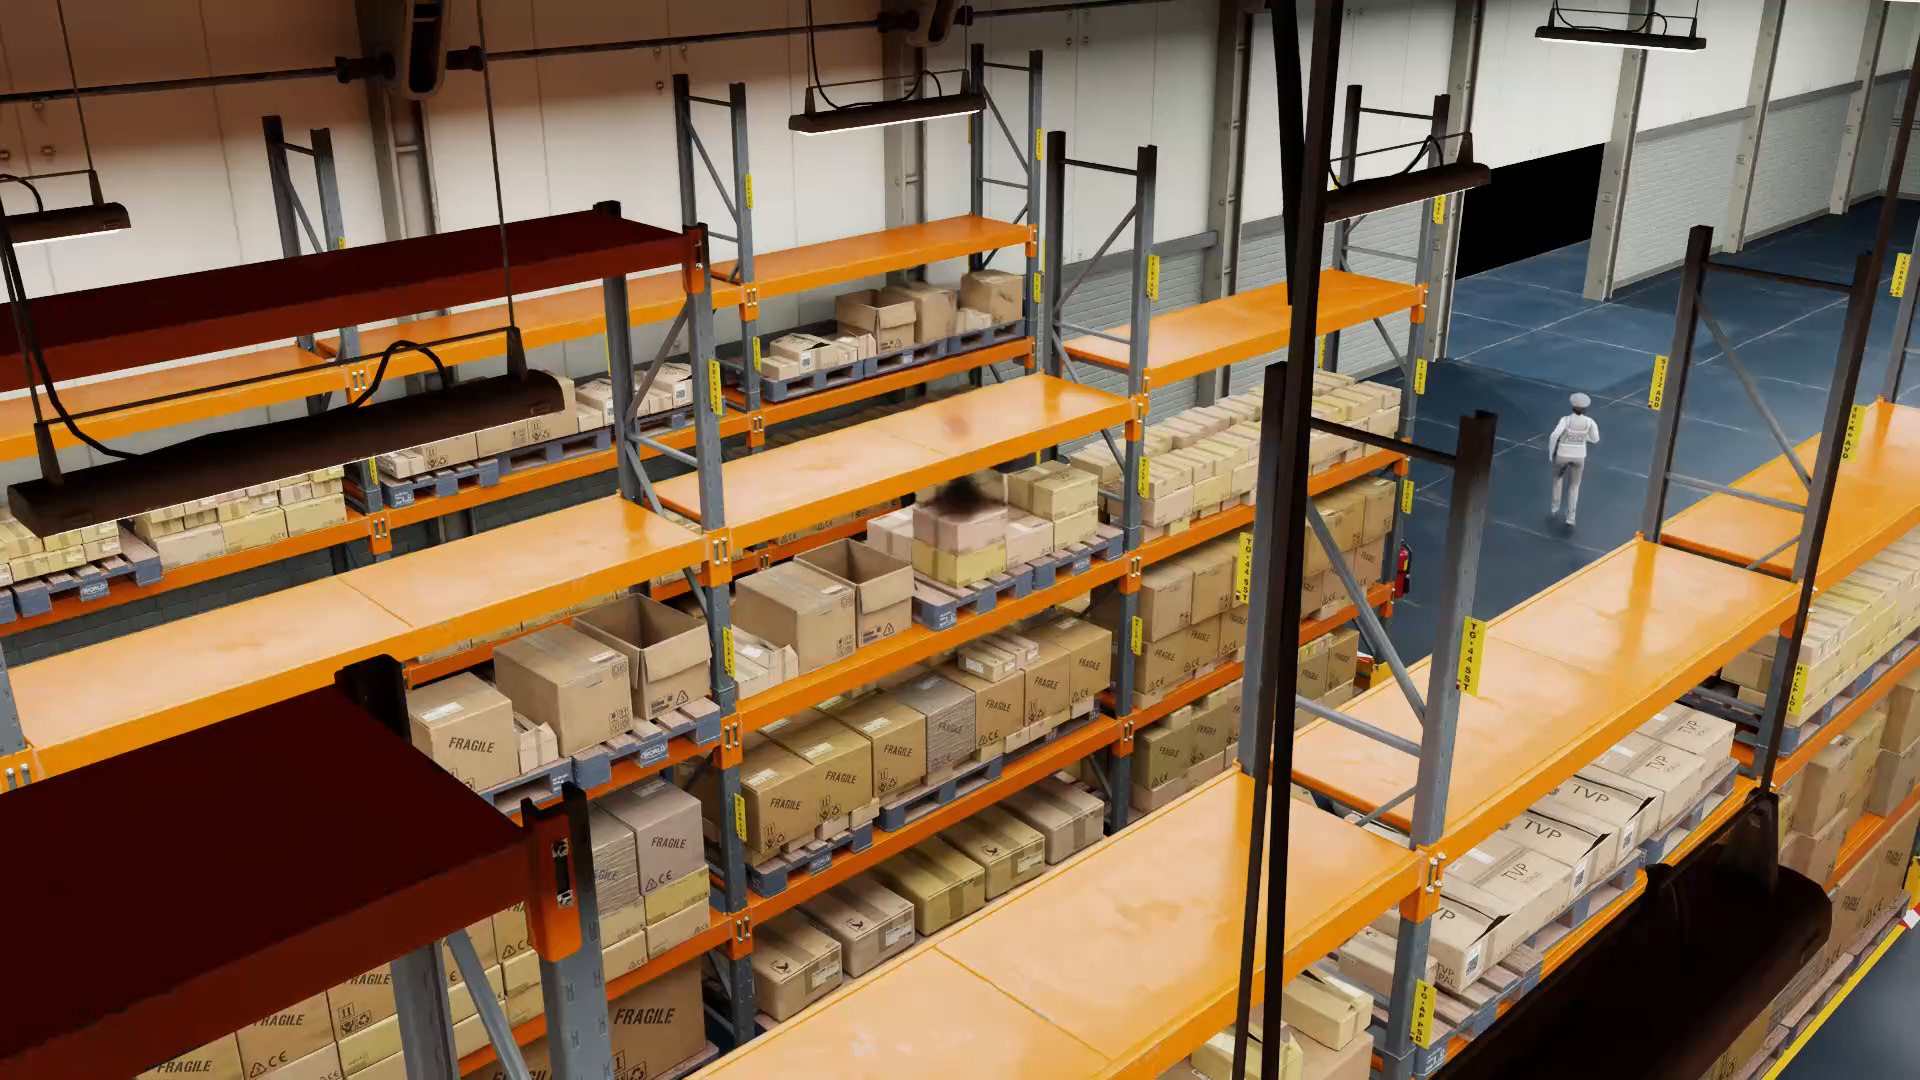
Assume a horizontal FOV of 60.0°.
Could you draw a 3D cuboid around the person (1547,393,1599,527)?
[{"bbox_3d":[7.721,-0.990,21.034,0.627,1.758,0.767,5,23,13],"label":"person"}]
